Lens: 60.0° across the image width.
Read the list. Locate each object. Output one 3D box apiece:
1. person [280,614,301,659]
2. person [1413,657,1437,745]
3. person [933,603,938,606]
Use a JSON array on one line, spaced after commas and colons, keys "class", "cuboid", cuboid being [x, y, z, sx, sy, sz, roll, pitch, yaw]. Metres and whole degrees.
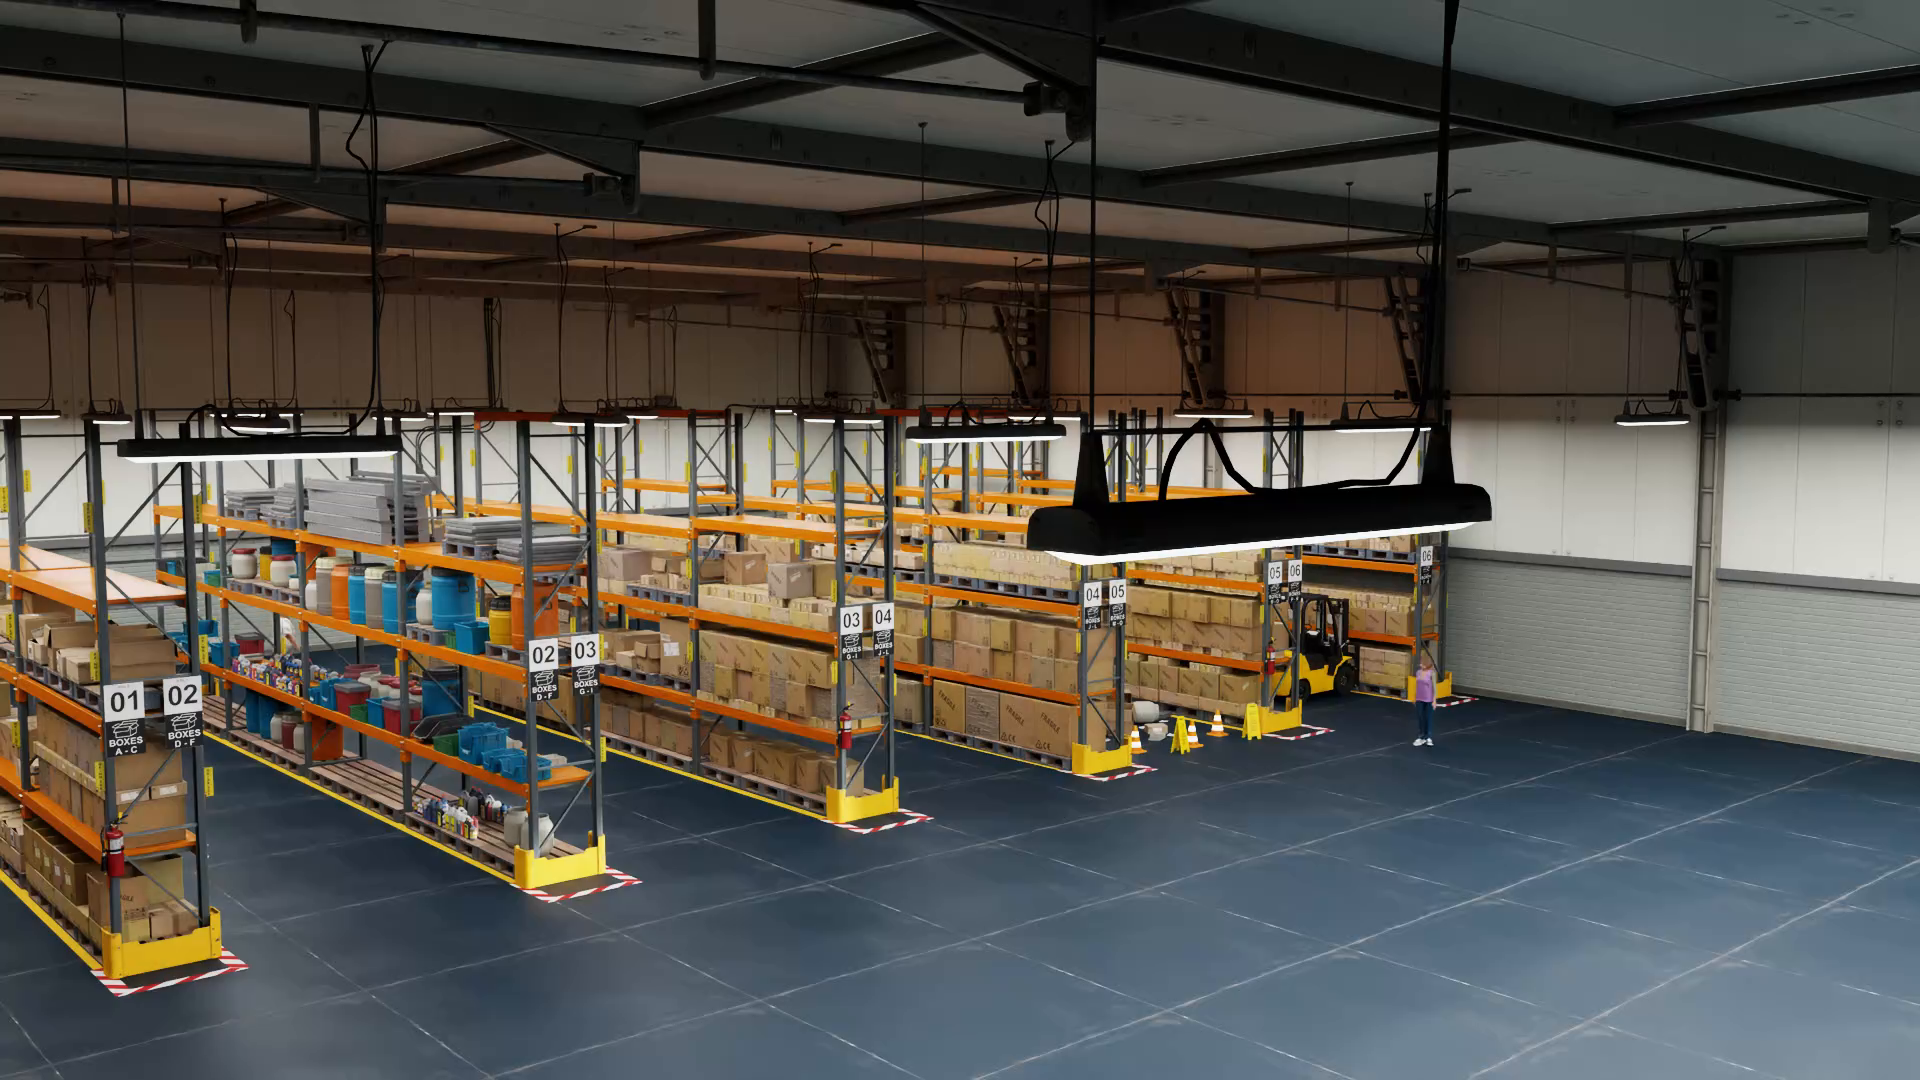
[{"class": "person", "cuboid": [-14.605, 2.276, 36.194, 1.036, 1.707, 0.643, -4, 6, -39]}, {"class": "person", "cuboid": [8.389, 2.922, 29.975, 0.478, 1.585, 0.354, 4, 6, 38]}, {"class": "person", "cuboid": [-0.627, 2.184, 35.865, 0.809, 1.691, 0.440, 4, 6, 39]}]
